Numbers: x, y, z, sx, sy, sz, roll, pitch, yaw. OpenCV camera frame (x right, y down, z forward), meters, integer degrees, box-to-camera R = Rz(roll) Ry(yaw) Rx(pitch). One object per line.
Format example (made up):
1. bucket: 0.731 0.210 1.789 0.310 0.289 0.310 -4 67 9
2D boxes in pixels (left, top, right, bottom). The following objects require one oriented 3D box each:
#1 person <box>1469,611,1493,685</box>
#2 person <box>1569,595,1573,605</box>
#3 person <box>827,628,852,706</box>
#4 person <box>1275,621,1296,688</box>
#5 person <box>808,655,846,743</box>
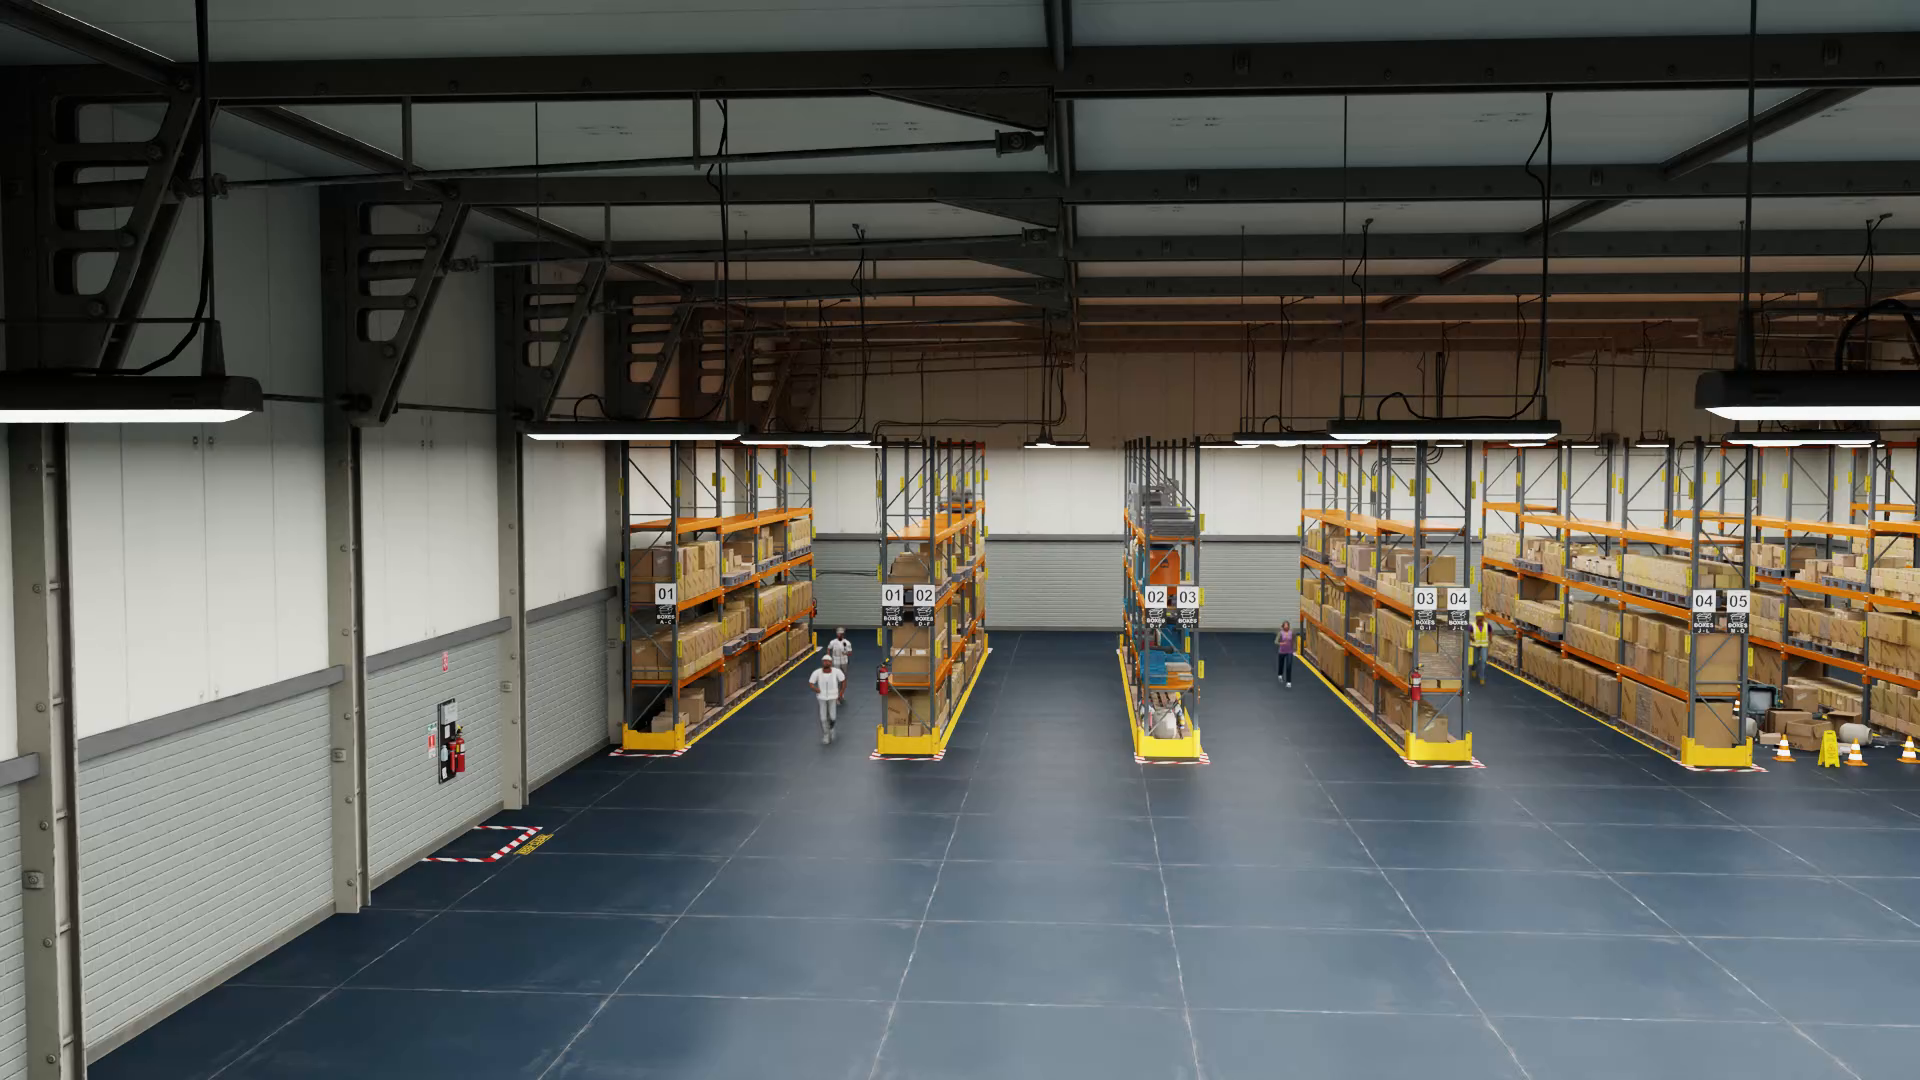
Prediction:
1. person: 12.807 2.644 41.028 0.709 1.772 0.970 0 3 7
2. person: 16.628 2.401 45.517 0.668 1.806 0.862 0 3 2
3. person: -2.727 2.856 37.761 0.550 1.755 0.781 -1 3 -10
4. person: 7.912 2.754 40.385 0.543 1.578 0.882 0 3 2
5. person: -2.600 3.105 32.531 0.745 1.730 0.527 0 3 -3
